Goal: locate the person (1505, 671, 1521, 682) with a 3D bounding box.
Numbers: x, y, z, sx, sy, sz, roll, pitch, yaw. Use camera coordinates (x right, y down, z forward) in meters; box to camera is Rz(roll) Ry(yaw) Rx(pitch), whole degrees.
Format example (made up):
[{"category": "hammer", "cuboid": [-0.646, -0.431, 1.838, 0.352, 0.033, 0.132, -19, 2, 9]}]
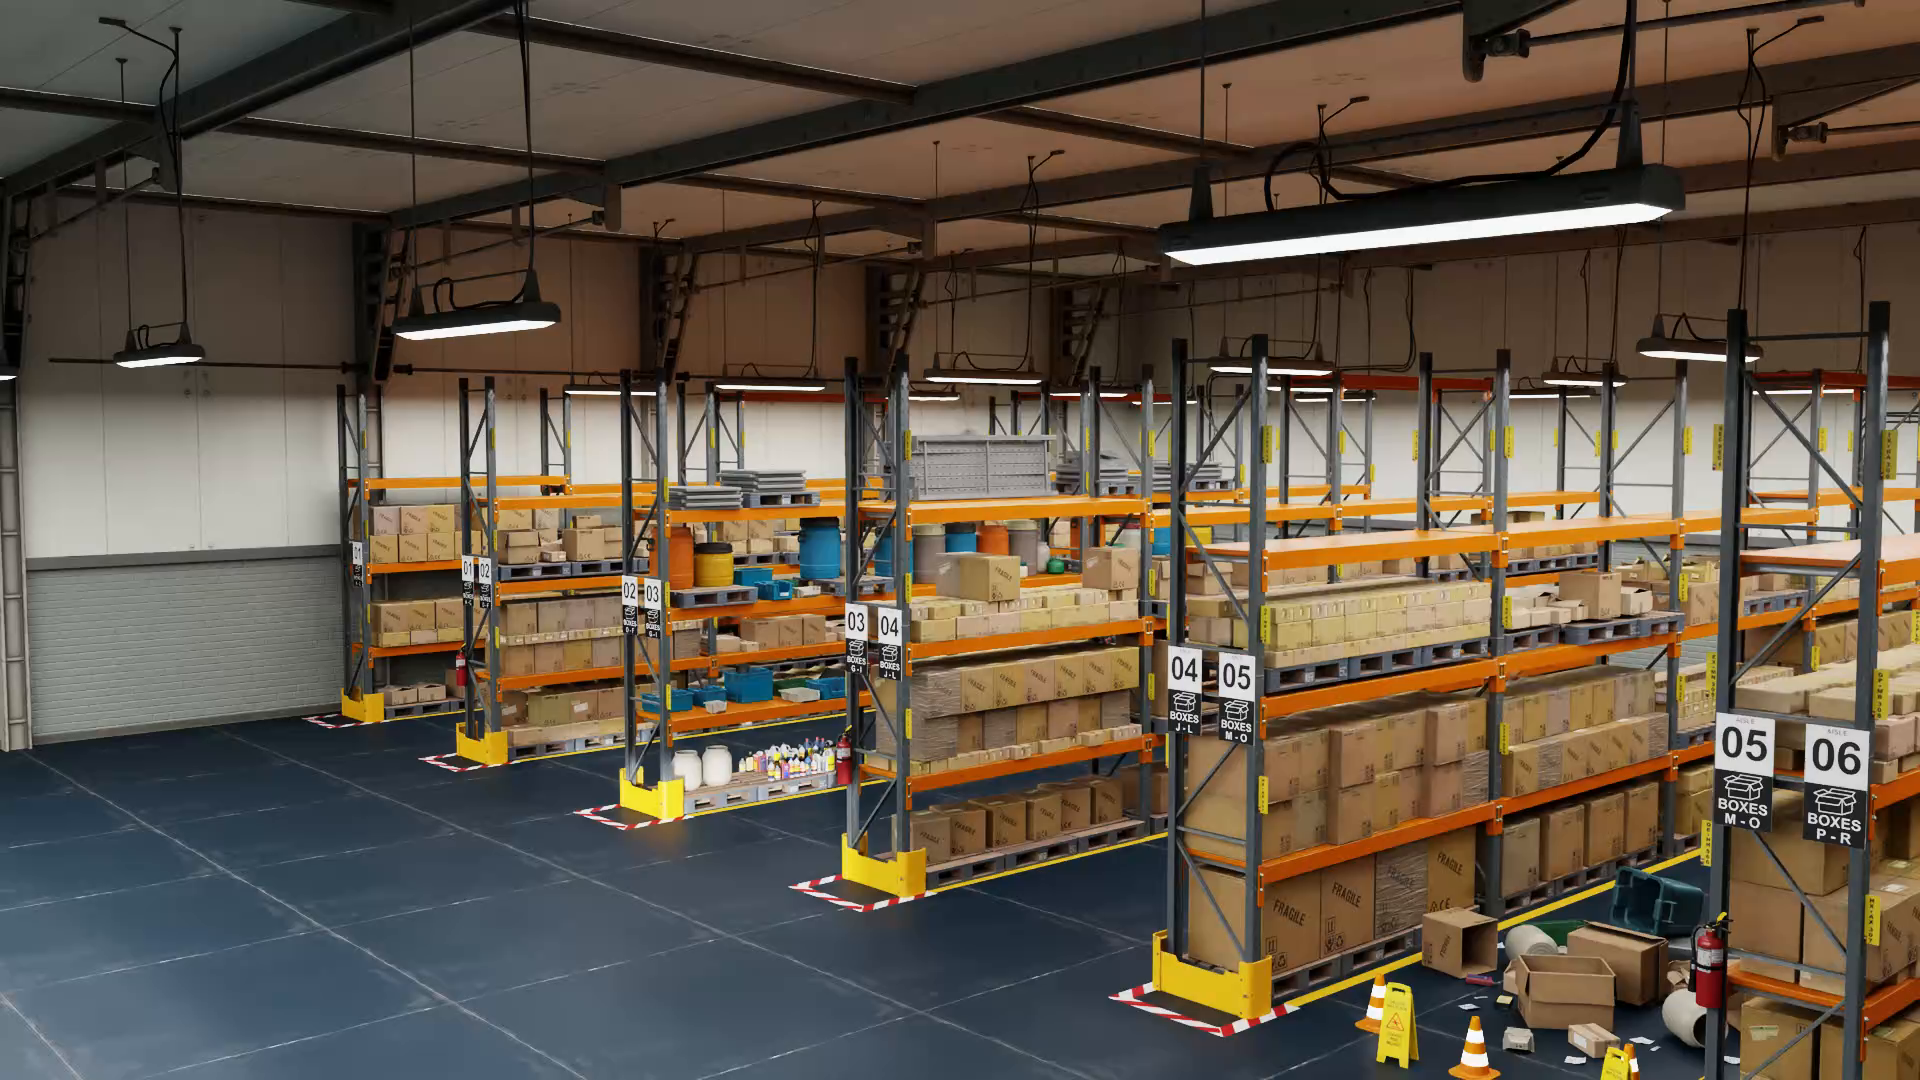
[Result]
[{"category": "person", "cuboid": [8.486, 2.702, 25.343, 0.611, 1.606, 0.644, -3, 5, -39]}]
